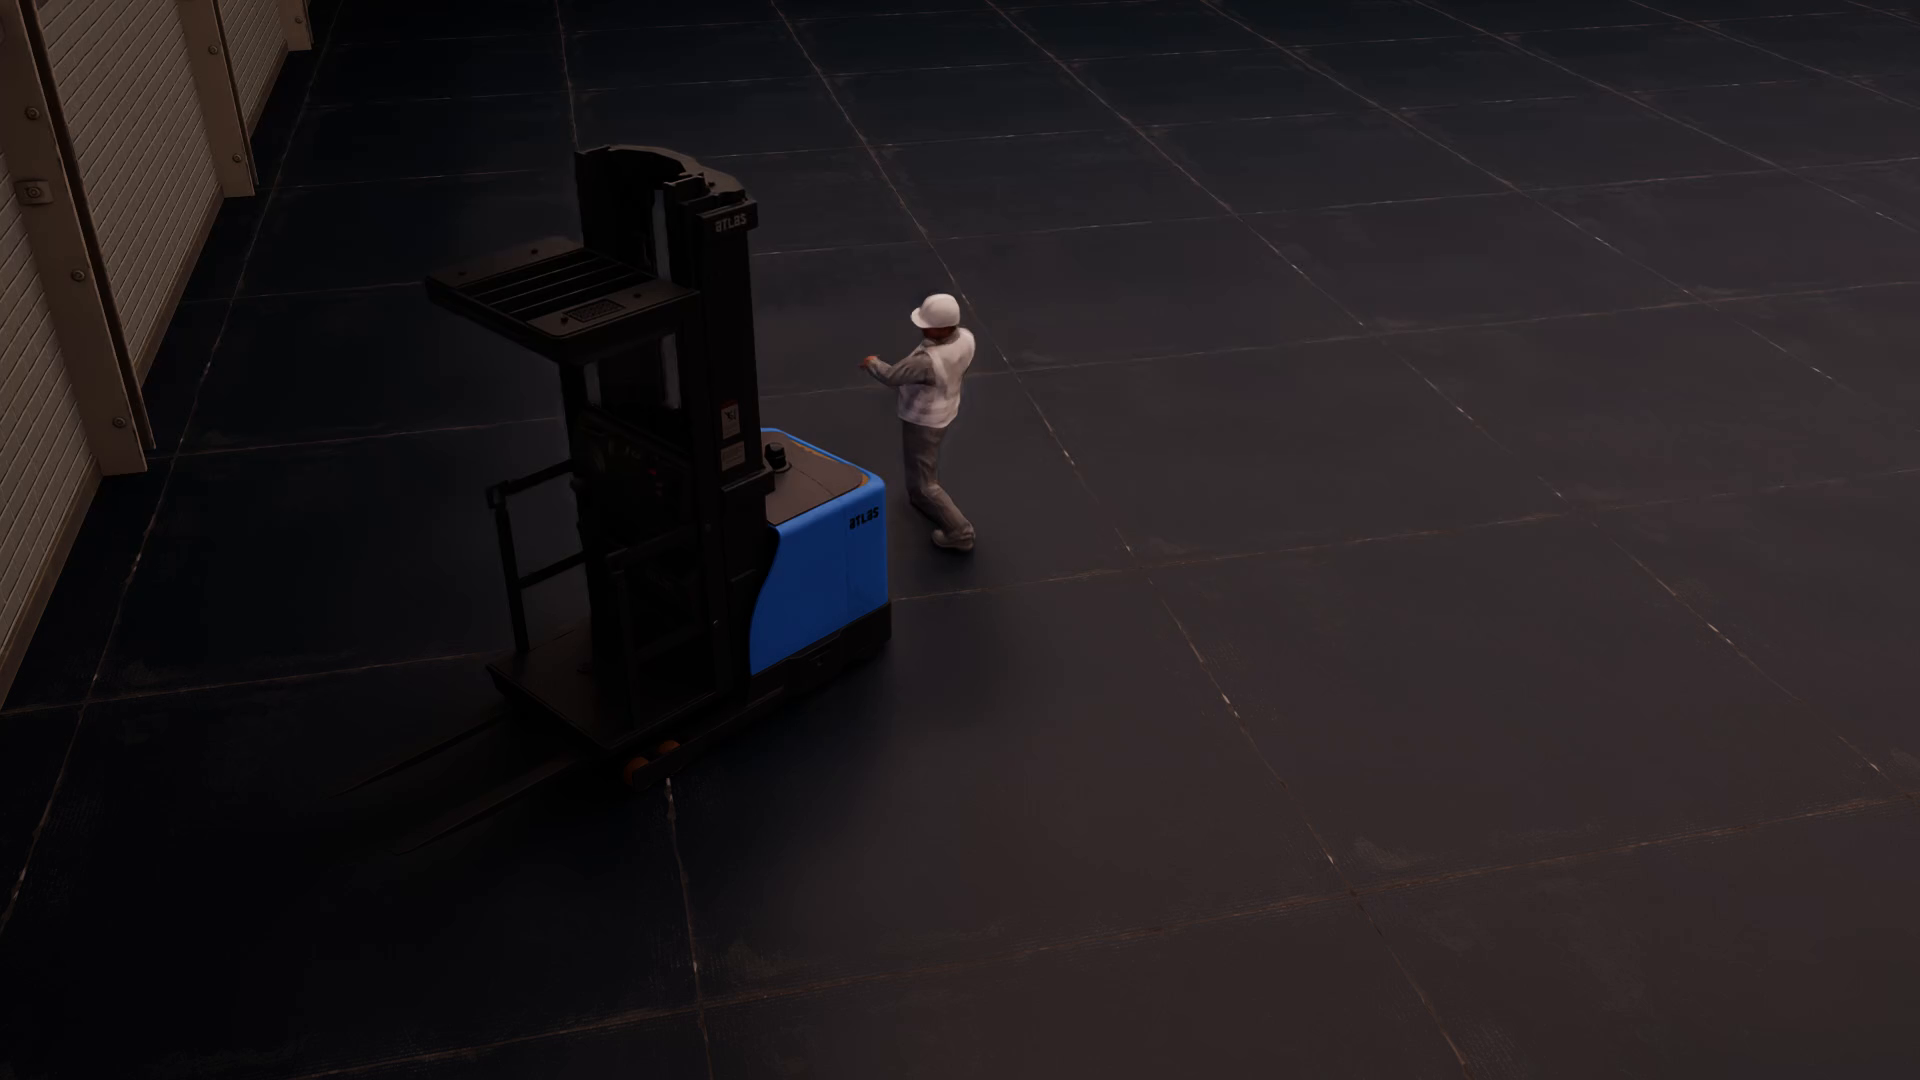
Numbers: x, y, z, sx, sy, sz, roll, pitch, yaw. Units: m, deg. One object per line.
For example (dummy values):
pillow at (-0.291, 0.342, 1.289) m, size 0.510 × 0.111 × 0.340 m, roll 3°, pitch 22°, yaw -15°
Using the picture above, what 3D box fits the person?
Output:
person at (-0.204, -0.839, 10.302) m, size 0.836 × 1.652 × 0.746 m, roll 10°, pitch 32°, yaw 17°

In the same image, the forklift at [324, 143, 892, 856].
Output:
forklift at (-1.767, -0.303, 8.098) m, size 1.130 × 2.935 × 3.031 m, roll 26°, pitch 39°, yaw 37°
